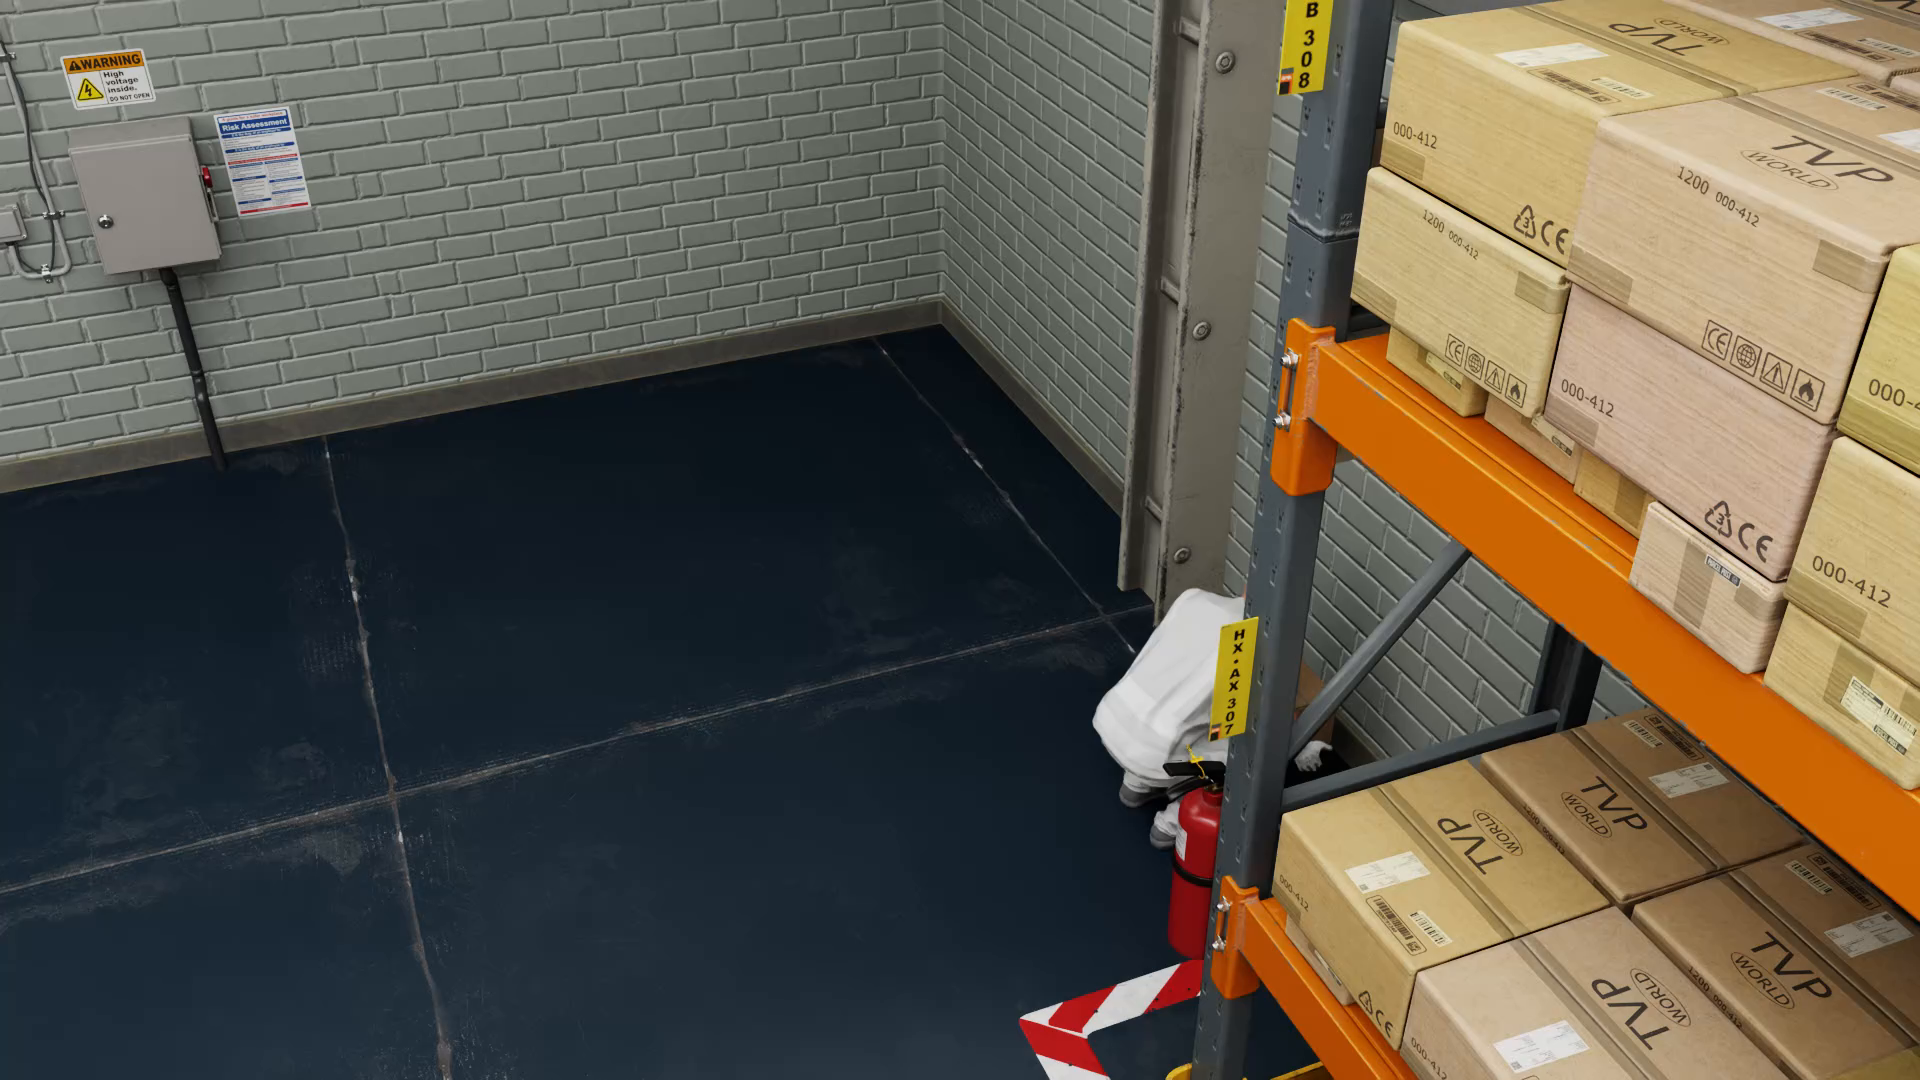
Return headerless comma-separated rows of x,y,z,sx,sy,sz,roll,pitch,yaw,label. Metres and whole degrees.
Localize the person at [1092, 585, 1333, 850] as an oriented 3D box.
0.915,0.585,5.987,0.890,0.962,0.533,-13,35,-20,person
